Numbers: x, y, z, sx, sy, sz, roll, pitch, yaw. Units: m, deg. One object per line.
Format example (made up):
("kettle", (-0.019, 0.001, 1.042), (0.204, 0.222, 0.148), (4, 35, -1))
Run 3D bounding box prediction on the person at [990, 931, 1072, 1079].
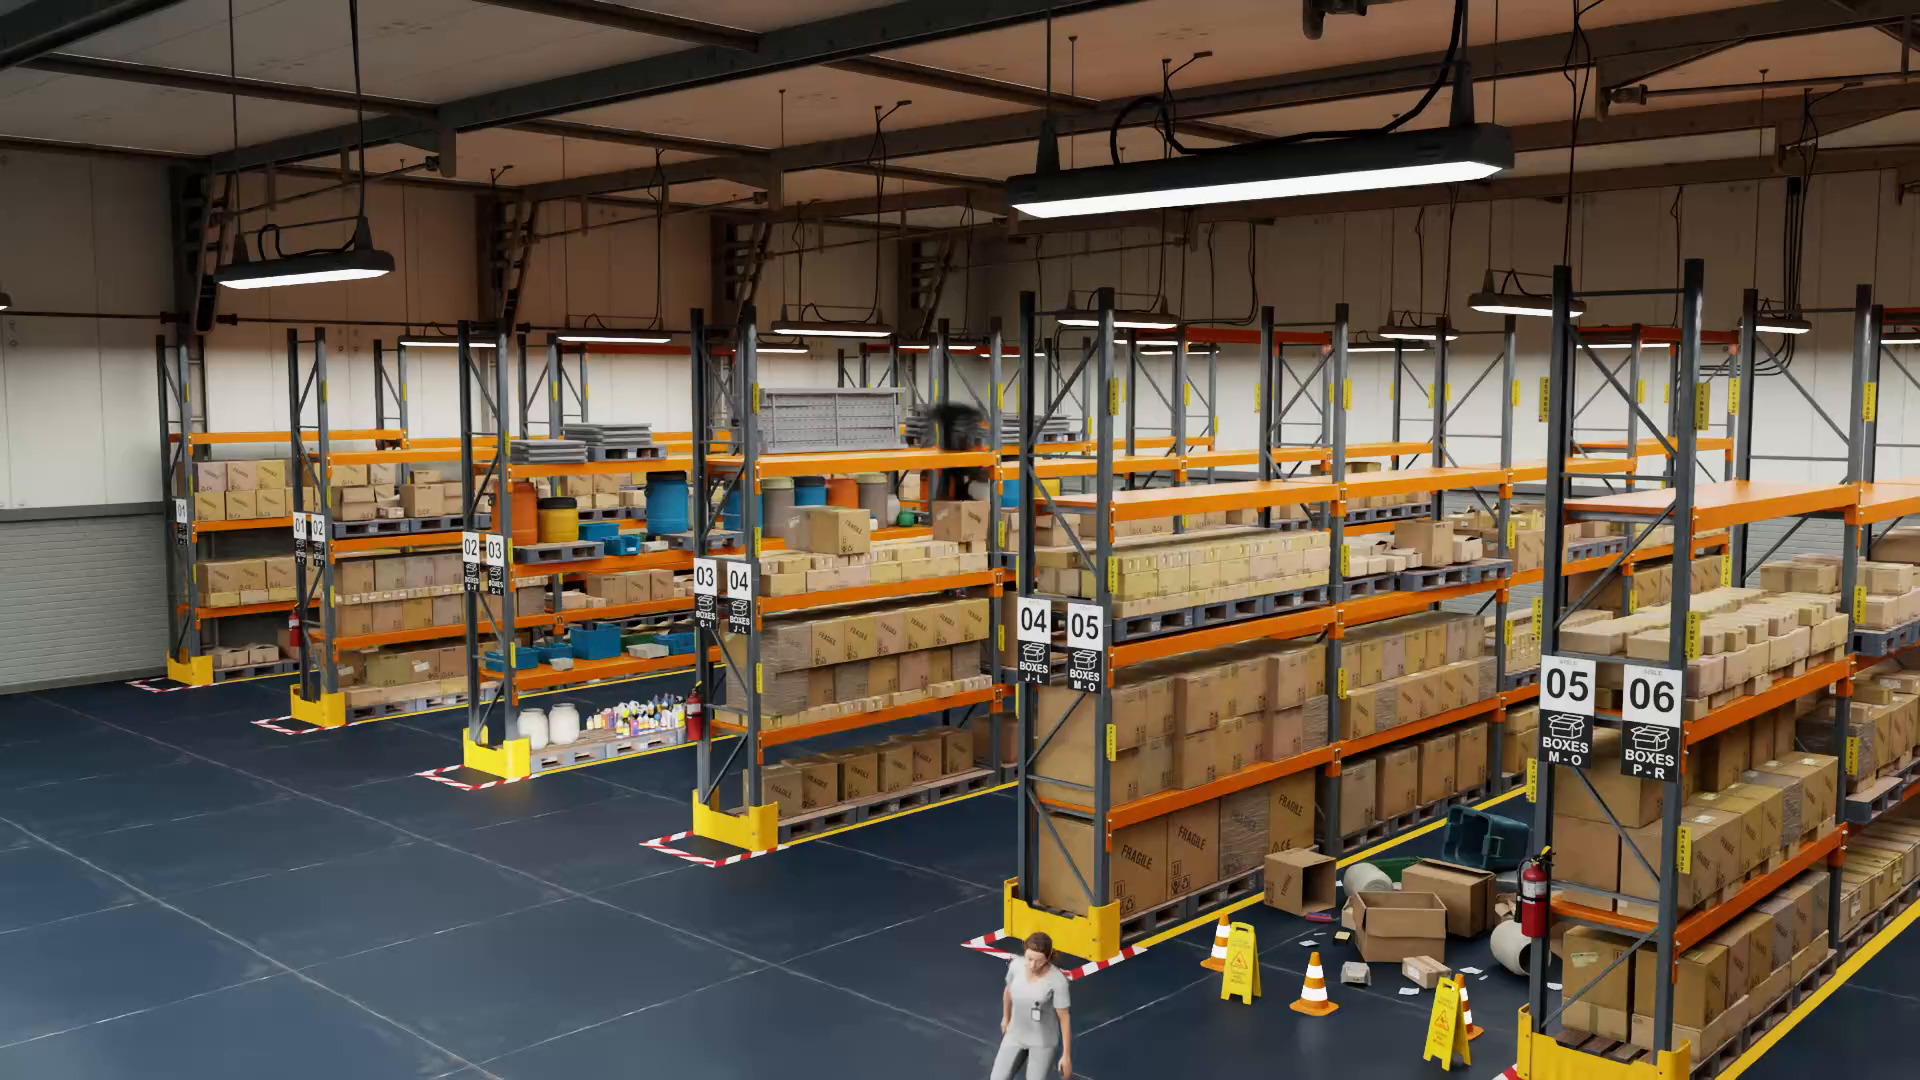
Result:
("person", (0.492, 3.320, 11.107), (0.696, 1.595, 0.602), (3, 6, 28))
